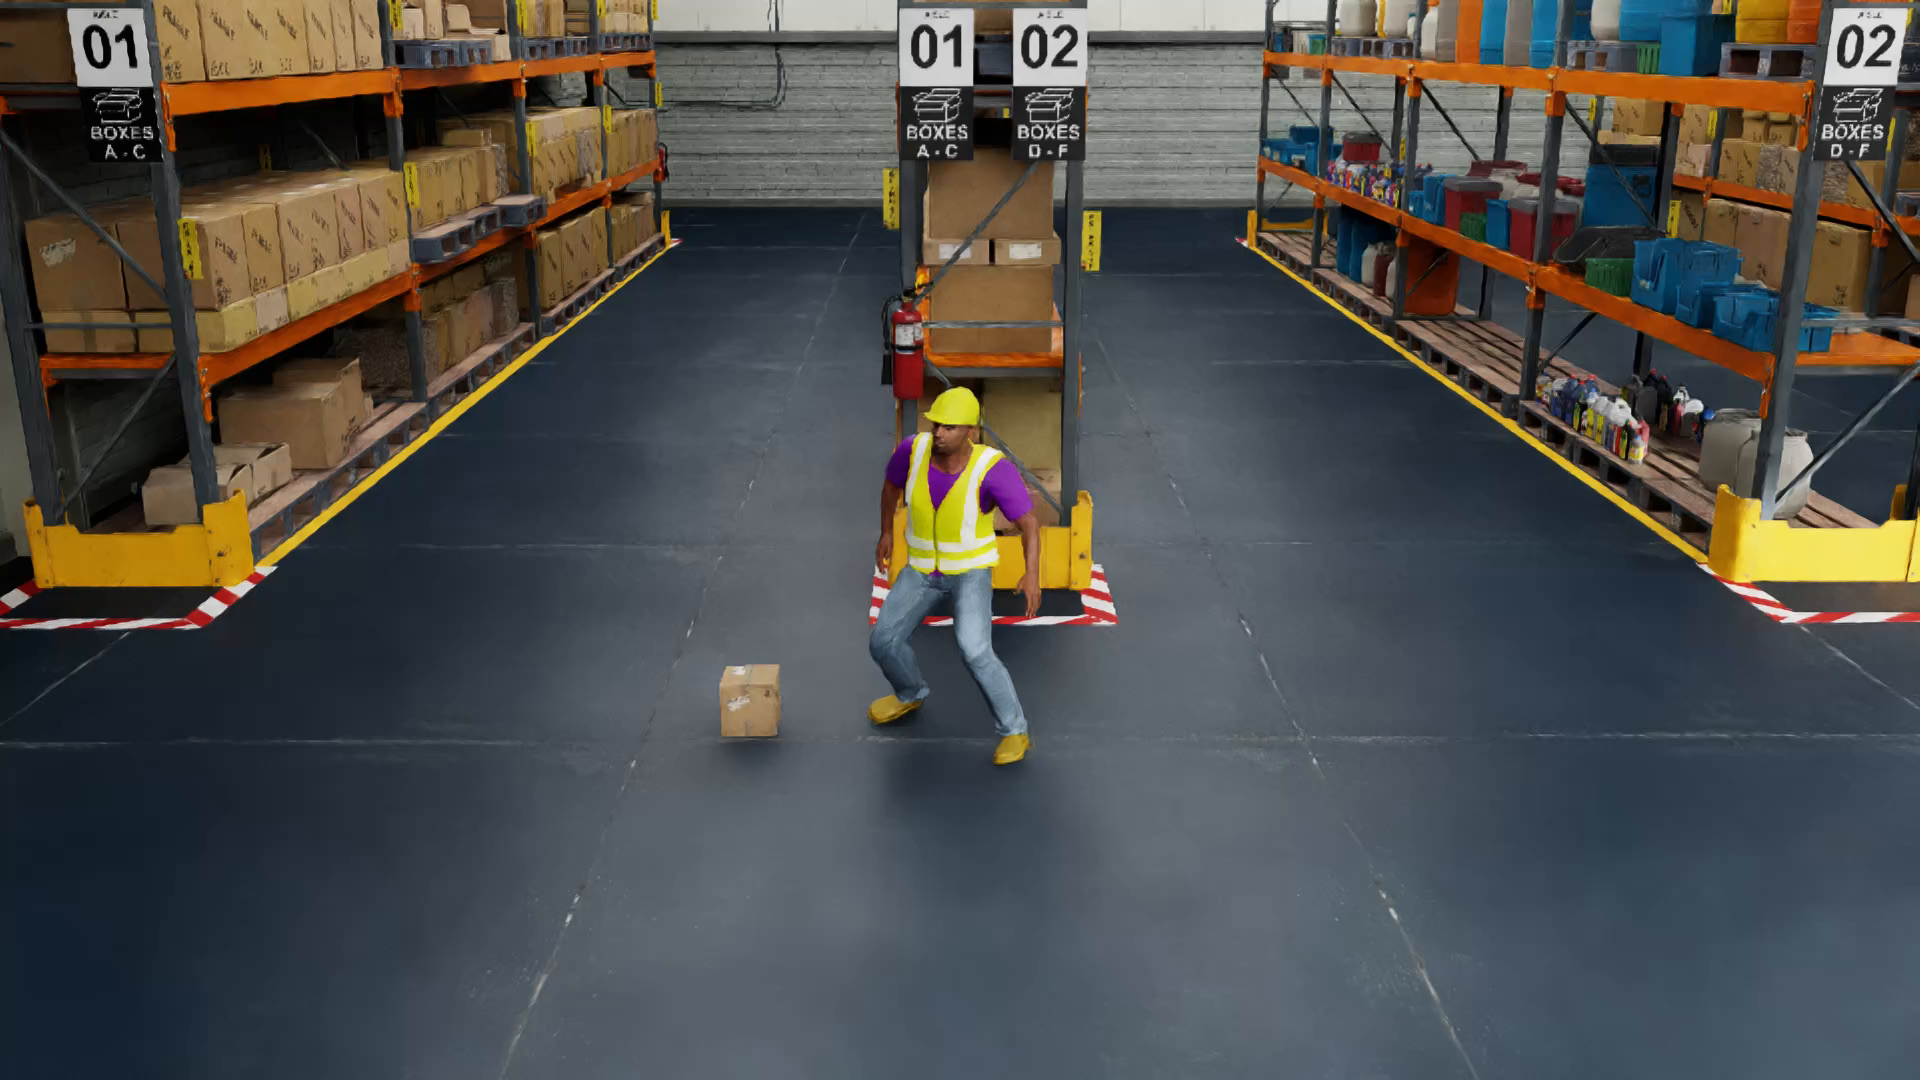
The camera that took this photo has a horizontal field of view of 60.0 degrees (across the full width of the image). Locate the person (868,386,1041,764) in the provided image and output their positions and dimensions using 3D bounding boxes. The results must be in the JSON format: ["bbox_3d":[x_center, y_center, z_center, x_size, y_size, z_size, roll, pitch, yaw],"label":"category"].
[{"bbox_3d":[-0.037,0.116,7.412,0.894,1.613,0.536,9,19,27],"label":"person"}]
